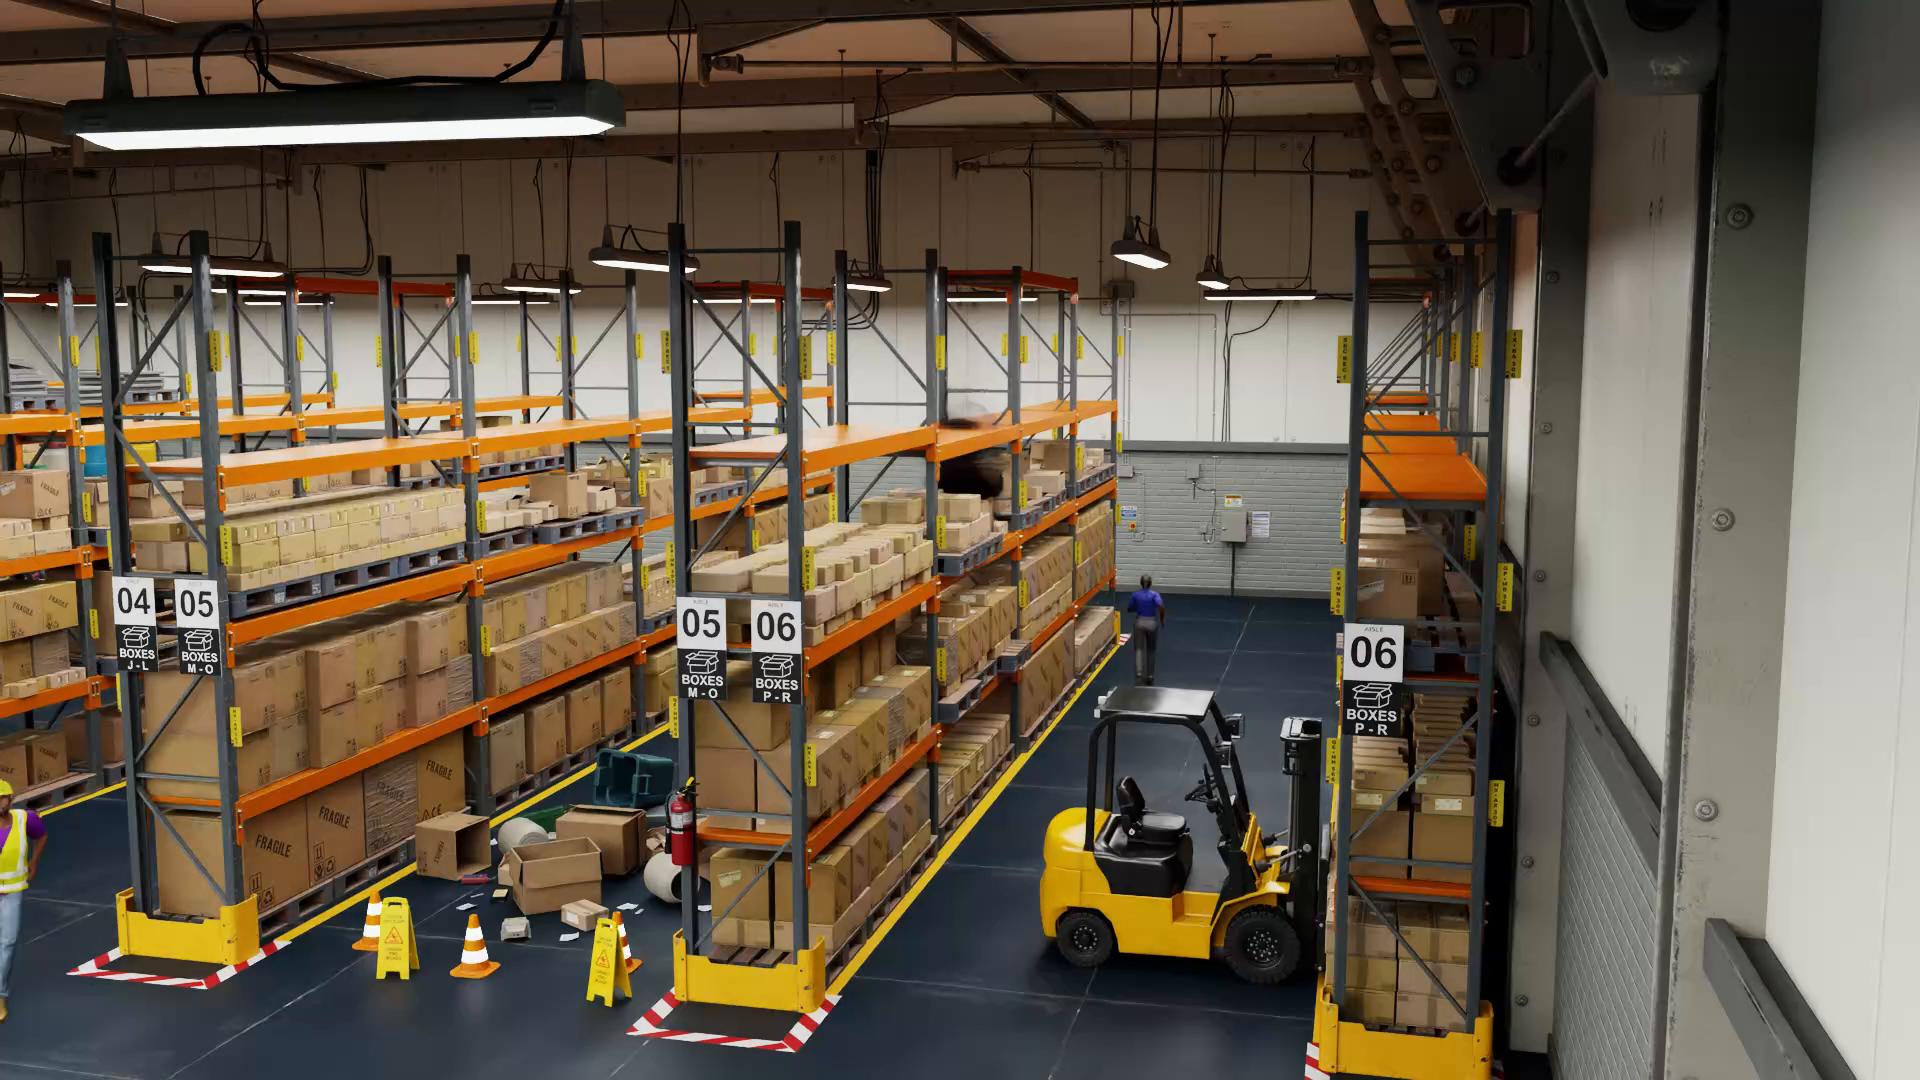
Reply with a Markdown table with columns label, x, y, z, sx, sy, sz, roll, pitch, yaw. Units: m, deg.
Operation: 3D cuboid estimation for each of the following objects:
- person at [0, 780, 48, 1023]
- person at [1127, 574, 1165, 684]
| label | x | y | z | sx | sy | sz | roll | pitch | yaw |
| --- | --- | --- | --- | --- | --- | --- | --- | --- | --- |
| person | -7.439 | 2.723 | 12.873 | 0.704 | 1.791 | 0.880 | -4 | 8 | -29 |
| person | 2.761 | 1.366 | 24.691 | 0.572 | 1.558 | 0.916 | 1 | 7 | 8 |
